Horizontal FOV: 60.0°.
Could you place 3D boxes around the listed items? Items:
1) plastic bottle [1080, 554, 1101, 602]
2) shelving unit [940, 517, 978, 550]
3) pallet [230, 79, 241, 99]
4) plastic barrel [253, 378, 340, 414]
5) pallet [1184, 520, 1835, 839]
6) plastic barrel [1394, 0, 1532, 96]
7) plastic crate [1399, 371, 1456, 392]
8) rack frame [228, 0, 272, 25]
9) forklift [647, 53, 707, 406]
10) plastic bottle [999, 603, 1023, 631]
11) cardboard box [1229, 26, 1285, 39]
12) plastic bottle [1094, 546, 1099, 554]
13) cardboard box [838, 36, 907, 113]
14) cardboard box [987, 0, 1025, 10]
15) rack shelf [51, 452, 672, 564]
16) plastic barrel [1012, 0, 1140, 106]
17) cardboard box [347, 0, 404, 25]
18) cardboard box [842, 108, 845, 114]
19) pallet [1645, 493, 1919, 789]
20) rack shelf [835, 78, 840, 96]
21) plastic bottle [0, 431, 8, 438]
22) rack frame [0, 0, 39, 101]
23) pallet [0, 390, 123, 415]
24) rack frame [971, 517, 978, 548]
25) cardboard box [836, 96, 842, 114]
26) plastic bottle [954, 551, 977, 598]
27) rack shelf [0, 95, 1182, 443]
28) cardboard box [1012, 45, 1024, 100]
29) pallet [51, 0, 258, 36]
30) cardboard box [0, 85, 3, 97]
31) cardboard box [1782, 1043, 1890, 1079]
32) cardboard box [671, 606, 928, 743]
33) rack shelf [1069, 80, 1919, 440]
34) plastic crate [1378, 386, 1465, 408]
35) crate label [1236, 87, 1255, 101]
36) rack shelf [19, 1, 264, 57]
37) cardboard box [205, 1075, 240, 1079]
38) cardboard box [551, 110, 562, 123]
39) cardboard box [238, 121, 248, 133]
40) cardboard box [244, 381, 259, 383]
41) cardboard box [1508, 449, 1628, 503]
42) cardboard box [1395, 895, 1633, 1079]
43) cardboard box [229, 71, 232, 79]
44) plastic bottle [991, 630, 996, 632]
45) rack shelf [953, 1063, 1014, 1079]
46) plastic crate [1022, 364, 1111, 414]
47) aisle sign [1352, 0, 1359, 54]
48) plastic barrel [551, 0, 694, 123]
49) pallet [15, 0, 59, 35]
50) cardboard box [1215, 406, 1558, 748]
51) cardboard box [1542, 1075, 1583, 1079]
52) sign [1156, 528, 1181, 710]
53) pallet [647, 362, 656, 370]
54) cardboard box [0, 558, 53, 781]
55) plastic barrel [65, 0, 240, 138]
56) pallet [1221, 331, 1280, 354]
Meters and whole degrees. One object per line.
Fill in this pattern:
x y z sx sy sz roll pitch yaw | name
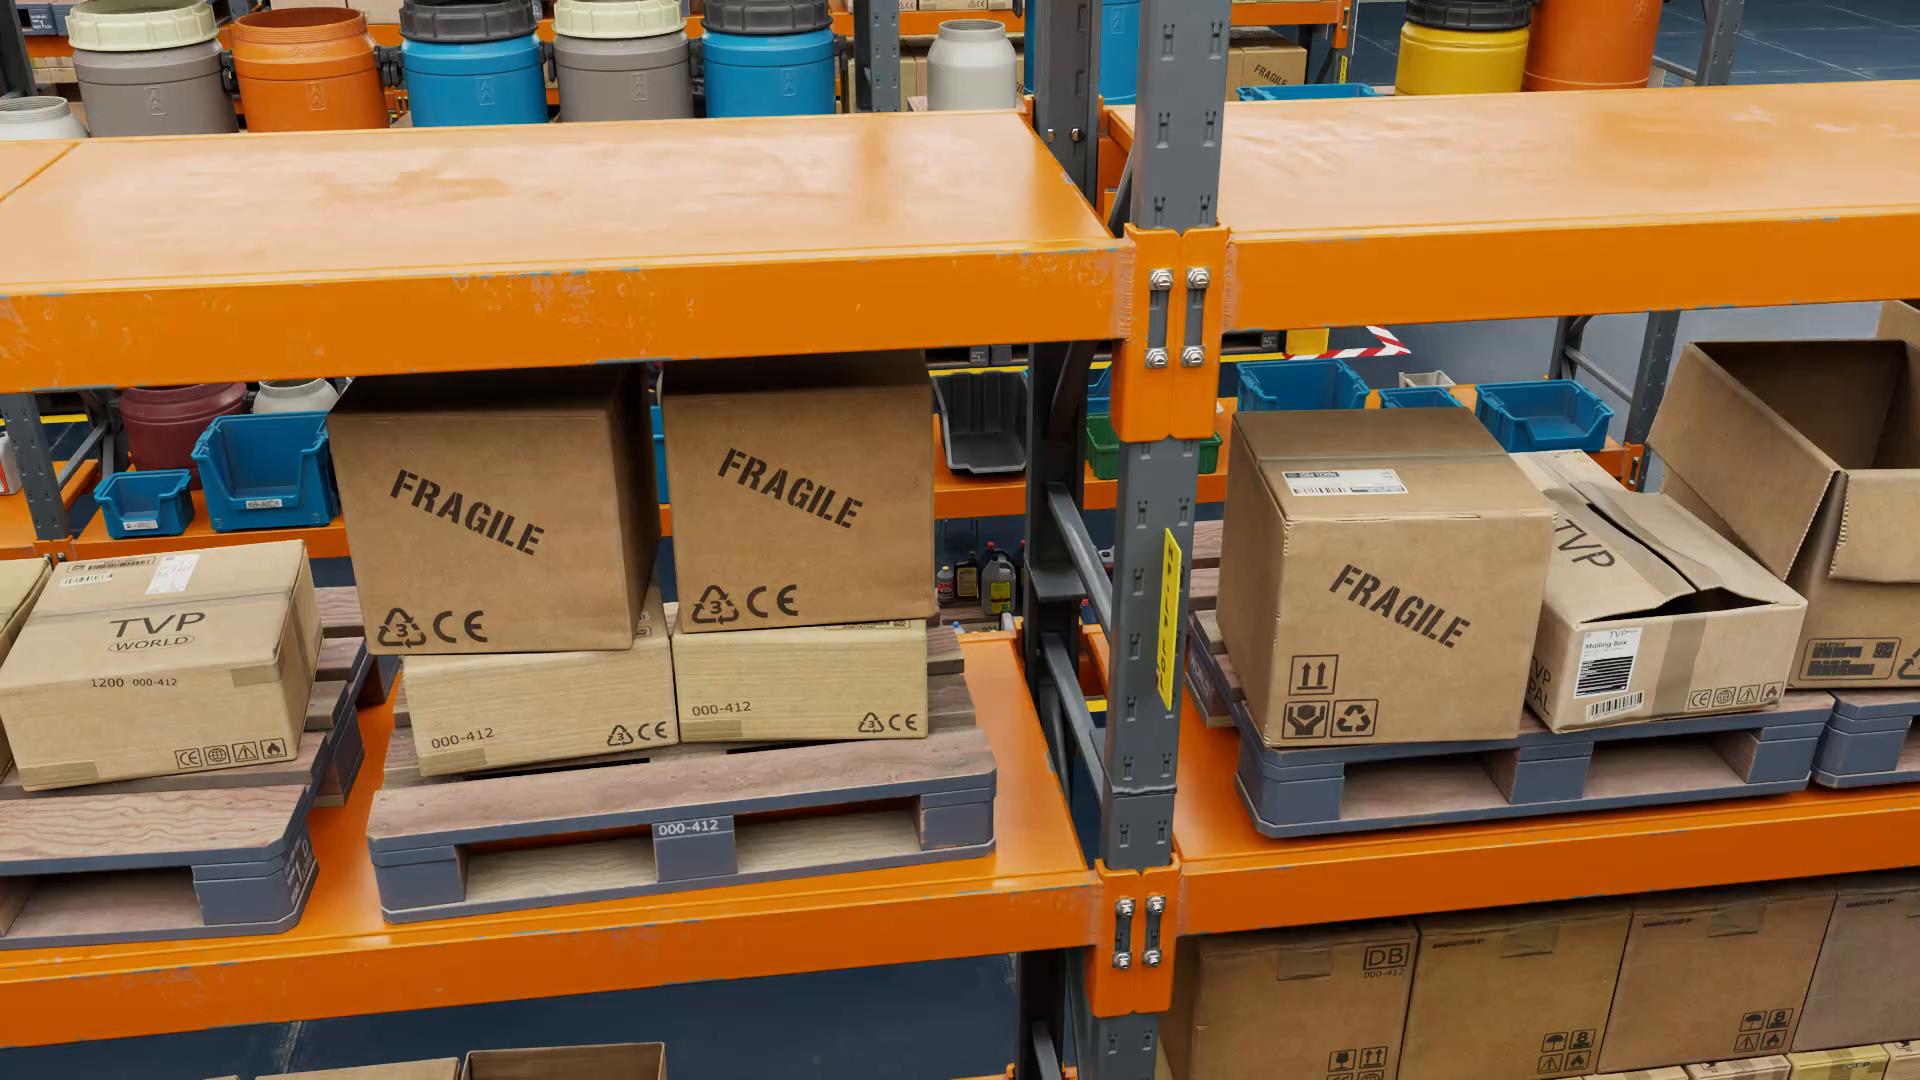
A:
0.749 0.217 9.534 0.133 0.283 0.061 -4 27 -7 | plastic bottle
-0.008 -0.400 10.544 0.210 0.900 0.258 -4 27 -7 | shelving unit
-7.595 -4.640 16.716 1.213 0.211 1.003 -4 27 -7 | pallet
-3.370 -0.593 8.498 0.421 0.512 0.421 0 27 0 | plastic barrel
1.129 0.242 3.803 1.213 0.211 1.003 -4 27 -7 | pallet
2.451 -2.366 8.123 0.600 0.588 0.600 0 27 0 | plastic barrel
2.632 -0.862 9.432 0.250 0.136 0.298 -4 27 -7 | plastic crate
-5.049 -2.621 12.572 0.127 3.000 1.000 -4 27 -7 | rack frame
-1.780 -1.941 11.321 3.031 2.935 1.130 19 33 33 | forklift
0.279 0.474 9.035 0.133 0.283 0.061 -4 27 -7 | plastic bottle
2.290 -3.839 13.416 0.500 0.500 0.500 -4 27 -7 | cardboard box
0.709 0.143 9.606 0.185 0.351 0.144 -4 27 -7 | plastic bottle
-0.681 -3.650 13.047 0.500 0.500 0.500 -4 27 -7 | cardboard box
0.410 -4.118 12.369 0.500 0.250 0.500 -5 28 -9 | cardboard box
-2.379 -0.189 8.620 4.000 0.370 1.077 -4 27 -7 | rack shelf
0.602 -2.395 7.838 0.708 0.901 0.600 -4 27 -7 | plastic barrel
-4.040 -3.836 11.818 0.500 0.250 0.500 -3 27 -6 | cardboard box
-0.634 -3.053 12.978 0.500 0.500 0.875 -4 27 -7 | cardboard box
2.334 0.166 3.952 1.213 0.211 1.003 -4 27 -7 | pallet
0.301 -4.931 17.862 4.000 0.370 1.077 -4 27 -7 | rack shelf
-4.833 -0.445 8.467 0.135 0.276 0.152 -4 27 -7 | plastic bottle
-4.359 -3.051 6.838 0.127 3.000 1.000 -4 27 -7 | rack frame
-7.046 -1.288 13.029 1.213 0.211 1.003 -4 27 -7 | pallet
0.093 -0.406 10.556 0.006 0.900 0.240 -4 27 -7 | rack frame
-1.047 -4.374 17.855 0.875 0.875 0.875 -3 27 -6 | cardboard box
0.032 0.197 9.574 0.133 0.283 0.061 -2 27 -5 | plastic bottle
-1.693 -0.440 2.977 4.000 0.370 1.077 -4 27 -7 | rack shelf
0.383 -3.474 12.705 0.500 0.500 0.500 -4 27 -7 | cardboard box
-5.680 -3.806 11.803 1.003 0.211 1.213 -2 27 -5 | pallet
-7.085 -2.986 12.076 0.637 0.503 0.797 -3 27 -5 | cardboard box
2.114 1.241 4.226 0.250 0.149 0.380 -4 27 -8 | cardboard box
-0.324 0.184 3.525 0.500 0.250 0.500 -1 27 -2 | cardboard box
2.268 -0.695 3.473 4.000 0.370 1.077 -4 27 -7 | rack shelf
2.465 -0.618 8.832 0.408 0.251 0.499 -4 27 -7 | plastic crate
1.663 -2.189 8.608 0.408 0.251 0.502 -4 27 -7 | crate label
-7.030 -3.508 11.803 4.000 0.370 1.077 -4 27 -7 | rack shelf
-2.014 1.699 4.043 0.500 0.500 0.500 -5 28 -10 | cardboard box
-2.792 -2.956 12.652 0.637 0.503 0.797 -1 27 -2 | cardboard box
-7.285 -4.053 16.821 0.500 0.250 0.500 -3 27 -6 | cardboard box
-5.736 -1.828 12.894 0.875 0.875 1.225 -5 28 -10 | cardboard box
1.444 -0.069 3.974 0.250 0.149 0.380 -4 27 -7 | cardboard box
1.227 0.918 4.145 0.500 0.500 0.700 -4 27 -7 | cardboard box
-7.079 -4.642 16.326 0.250 0.149 0.380 -5 28 -9 | cardboard box
0.180 0.578 8.921 0.097 0.201 0.097 0 27 0 | plastic bottle
-1.693 2.051 4.256 4.000 0.370 1.077 -4 27 -7 | rack shelf
0.660 -0.763 9.114 0.616 0.251 0.499 -4 27 -7 | plastic crate
2.976 -4.154 12.713 0.004 0.787 0.394 -4 27 -7 | aisle sign
-1.519 -2.022 7.569 0.600 0.901 0.600 0 27 0 | plastic barrel
-6.787 -3.734 11.662 1.213 0.211 1.003 -2 27 -5 | pallet
0.824 0.062 3.334 0.500 0.500 0.500 -1 27 -3 | cardboard box
1.344 1.290 4.129 0.250 0.149 0.380 -4 27 -8 | cardboard box
0.373 0.144 2.988 0.005 0.325 0.100 -4 27 -7 | sign
-3.070 -1.505 13.452 1.213 0.211 1.003 -4 27 -7 | pallet
-2.147 0.276 3.345 0.500 0.250 0.500 -4 27 -8 | cardboard box
-3.516 -1.893 7.319 0.600 0.901 0.600 0 27 0 | plastic barrel
1.988 -1.848 14.121 1.213 0.211 1.003 -4 27 -7 | pallet
